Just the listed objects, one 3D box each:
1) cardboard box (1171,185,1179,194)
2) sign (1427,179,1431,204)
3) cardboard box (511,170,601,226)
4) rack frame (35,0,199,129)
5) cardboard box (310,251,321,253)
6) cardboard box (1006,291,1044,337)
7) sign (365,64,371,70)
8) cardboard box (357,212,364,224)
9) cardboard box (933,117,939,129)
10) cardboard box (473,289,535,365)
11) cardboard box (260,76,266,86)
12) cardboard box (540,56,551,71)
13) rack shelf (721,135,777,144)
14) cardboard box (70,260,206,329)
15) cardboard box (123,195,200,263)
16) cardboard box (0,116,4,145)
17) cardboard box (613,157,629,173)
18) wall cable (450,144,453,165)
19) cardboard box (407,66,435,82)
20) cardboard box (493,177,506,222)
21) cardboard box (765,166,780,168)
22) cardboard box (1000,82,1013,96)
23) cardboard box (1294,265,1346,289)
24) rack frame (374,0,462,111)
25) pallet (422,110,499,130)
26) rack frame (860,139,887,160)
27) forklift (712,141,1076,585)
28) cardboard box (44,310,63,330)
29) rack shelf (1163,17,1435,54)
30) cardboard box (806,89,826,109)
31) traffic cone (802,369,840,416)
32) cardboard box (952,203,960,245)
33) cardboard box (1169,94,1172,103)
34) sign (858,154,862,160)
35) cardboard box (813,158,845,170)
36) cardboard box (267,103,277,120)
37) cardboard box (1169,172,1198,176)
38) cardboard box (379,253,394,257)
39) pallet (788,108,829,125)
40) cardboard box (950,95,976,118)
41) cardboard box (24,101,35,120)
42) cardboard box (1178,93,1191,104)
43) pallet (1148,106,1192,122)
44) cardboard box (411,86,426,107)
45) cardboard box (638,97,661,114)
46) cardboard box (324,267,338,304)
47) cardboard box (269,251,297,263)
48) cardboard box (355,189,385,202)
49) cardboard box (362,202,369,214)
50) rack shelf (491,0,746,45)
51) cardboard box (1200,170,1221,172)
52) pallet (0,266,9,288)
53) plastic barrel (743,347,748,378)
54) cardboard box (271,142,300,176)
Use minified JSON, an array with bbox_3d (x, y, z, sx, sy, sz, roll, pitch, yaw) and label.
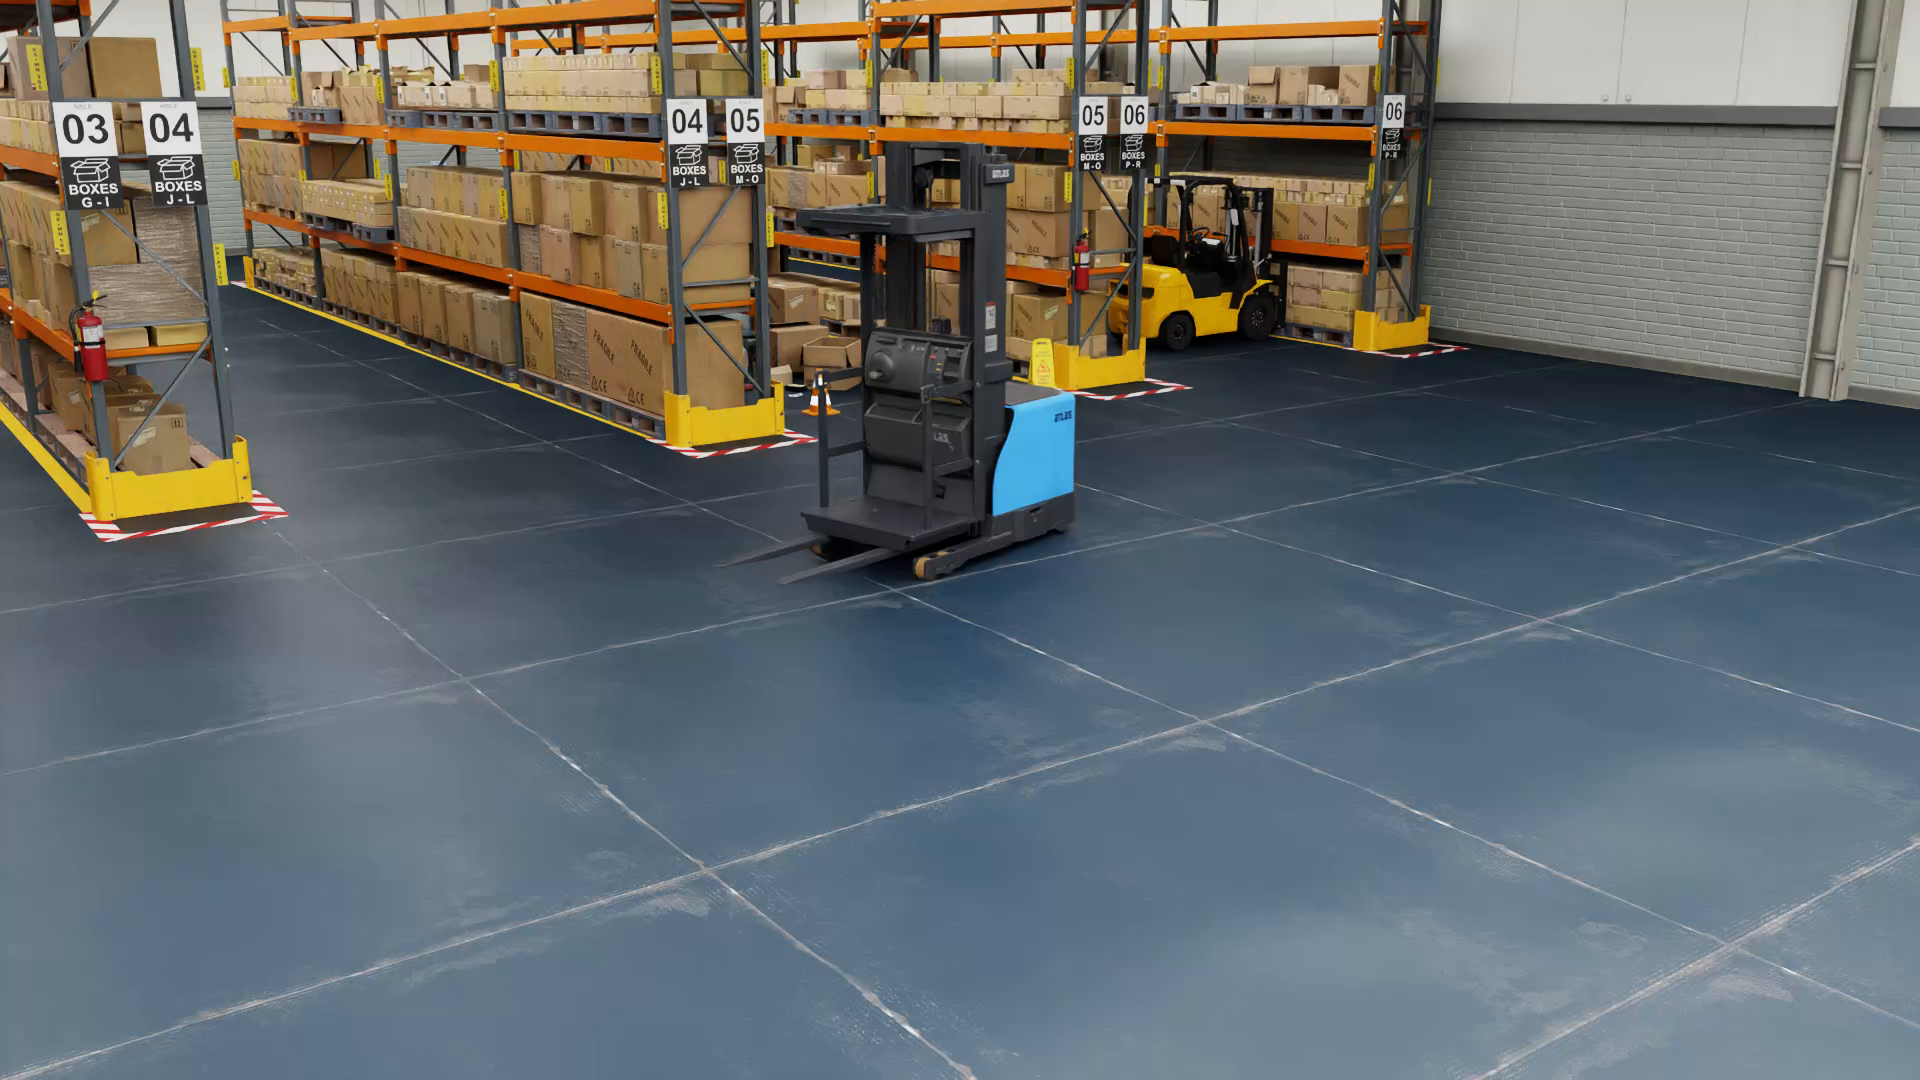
[{"bbox_3d":[3.285,-5.117,24.173,0.380,0.149,0.250,-11,19,-35],"label":"cardboard box"},{"bbox_3d":[6.115,-4.552,21.734,0.100,0.325,0.005,-11,19,-35],"label":"sign"},{"bbox_3d":[-4.458,-3.813,18.496,0.875,0.550,0.550,-11,19,-35],"label":"cardboard box"},{"bbox_3d":[-6.366,-4.595,12.319,1.000,3.000,0.127,-11,19,-35],"label":"rack frame"},{"bbox_3d":[-10.526,-4.695,27.526,0.380,0.149,0.250,-10,18,-33],"label":"cardboard box"},{"bbox_3d":[0.658,-2.719,19.822,0.500,0.500,0.500,-10,18,-33],"label":"cardboard box"},{"bbox_3d":[-8.904,-6.985,25.008,0.100,0.325,0.005,-11,19,-35],"label":"sign"},{"bbox_3d":[-7.957,-4.382,22.583,0.380,0.149,0.250,-10,18,-34],"label":"cardboard box"},{"bbox_3d":[-0.110,-5.096,20.307,0.380,0.149,0.250,-12,19,-36],"label":"cardboard box"},{"bbox_3d":[-5.084,-2.540,19.640,1.050,0.750,0.750,-11,19,-35],"label":"cardboard box"},{"bbox_3d":[-10.702,-7.168,25.982,0.380,0.149,0.250,-11,19,-35],"label":"cardboard box"},{"bbox_3d":[-4.107,-4.917,17.158,0.380,0.149,0.250,-11,19,-34],"label":"cardboard box"},{"bbox_3d":[-4.230,-6.475,26.232,1.077,0.370,4.000,-11,19,-35],"label":"rack shelf"},{"bbox_3d":[-6.667,-2.015,13.503,0.875,0.500,0.500,-11,19,-35],"label":"cardboard box"},{"bbox_3d":[-6.469,-2.535,13.510,0.500,0.500,0.500,-11,19,-35],"label":"cardboard box"},{"bbox_3d":[-8.346,-3.682,14.949,0.500,0.250,0.500,-11,19,-35],"label":"cardboard box"},{"bbox_3d":[-5.380,-6.194,27.442,0.500,0.500,0.500,-11,19,-34],"label":"cardboard box"},{"bbox_3d":[-11.092,-8.362,35.462,0.585,1.953,0.123,-11,19,-35],"label":"wall cable"},{"bbox_3d":[-7.317,-6.262,22.450,0.396,0.266,0.258,-11,19,-35],"label":"cardboard box"},{"bbox_3d":[-4.943,-3.940,19.204,0.700,0.500,0.500,-11,19,-35],"label":"cardboard box"},{"bbox_3d":[-2.977,-5.210,24.382,0.500,0.500,0.500,-12,19,-36],"label":"cardboard box"},{"bbox_3d":[0.681,-5.205,19.193,0.380,0.149,0.250,-11,19,-35],"label":"cardboard box"},{"bbox_3d":[4.835,-3.528,22.302,0.500,0.250,0.500,-10,18,-34],"label":"cardboard box"},{"bbox_3d":[-6.999,-7.052,21.294,1.000,3.000,0.127,-11,19,-35],"label":"rack frame"},{"bbox_3d":[-5.917,-5.146,20.372,1.003,0.211,1.213,-10,18,-32],"label":"pallet"},{"bbox_3d":[-1.393,-6.573,30.911,1.000,3.000,0.127,-11,19,-35],"label":"rack frame"},{"bbox_3d":[-0.437,-1.279,11.698,1.130,2.935,3.031,12,20,38],"label":"forklift"},{"bbox_3d":[-7.668,-1.913,14.360,0.380,0.149,0.250,-11,19,-35],"label":"cardboard box"},{"bbox_3d":[4.487,-6.792,22.465,1.077,0.370,4.000,-11,19,-35],"label":"rack shelf"},{"bbox_3d":[-1.755,-5.991,22.590,0.500,0.250,0.500,-11,19,-34],"label":"cardboard box"},{"bbox_3d":[-1.458,-1.560,17.399,0.336,0.463,0.334,-11,19,-35],"label":"traffic cone"},{"bbox_3d":[0.243,-3.831,20.137,0.500,0.500,0.500,-11,19,-34],"label":"cardboard box"},{"bbox_3d":[2.970,-6.653,25.012,0.380,0.149,0.250,-11,19,-35],"label":"cardboard box"},{"bbox_3d":[-1.827,-6.905,30.483,0.100,0.325,0.005,-11,19,-35],"label":"sign"},{"bbox_3d":[-1.864,-5.350,23.662,0.380,0.149,0.250,-12,19,-37],"label":"cardboard box"},{"bbox_3d":[-10.441,-6.666,25.853,0.500,0.250,0.500,-11,19,-35],"label":"cardboard box"},{"bbox_3d":[3.258,-5.256,24.114,0.380,0.149,0.250,-10,18,-33],"label":"cardboard box"},{"bbox_3d":[-8.094,-4.029,24.132,0.500,0.250,0.500,-12,19,-37],"label":"cardboard box"},{"bbox_3d":[-1.591,-5.819,22.830,1.213,0.211,1.003,-11,19,-35],"label":"pallet"},{"bbox_3d":[0.228,-5.150,19.750,0.500,0.250,0.500,-11,19,-34],"label":"cardboard box"},{"bbox_3d":[-7.256,-3.444,13.325,0.380,0.149,0.250,-11,19,-34],"label":"cardboard box"},{"bbox_3d":[3.329,-6.299,23.716,0.380,0.149,0.250,-10,18,-33],"label":"cardboard box"},{"bbox_3d":[2.782,-6.406,24.980,0.805,0.209,1.217,-12,19,-37],"label":"pallet"},{"bbox_3d":[-6.456,-5.488,20.561,0.500,0.250,0.500,-10,18,-33],"label":"cardboard box"},{"bbox_3d":[-2.764,-4.045,15.481,0.380,0.149,0.250,-11,19,-35],"label":"cardboard box"},{"bbox_3d":[-9.131,-3.810,24.755,0.500,0.500,0.500,-10,18,-32],"label":"cardboard box"},{"bbox_3d":[-11.152,-4.662,27.406,0.380,0.149,0.250,-12,19,-37],"label":"cardboard box"},{"bbox_3d":[-7.957,-4.670,22.509,0.380,0.149,0.250,-10,18,-33],"label":"cardboard box"},{"bbox_3d":[-7.816,-4.475,22.359,0.380,0.149,0.250,-10,18,-32],"label":"cardboard box"},{"bbox_3d":[-3.471,-5.231,16.761,1.077,0.370,4.000,-11,19,-35],"label":"rack shelf"},{"bbox_3d":[3.743,-5.348,24.454,0.380,0.149,0.250,-11,19,-34],"label":"cardboard box"},{"bbox_3d":[-9.873,-2.901,17.856,1.003,0.211,1.213,-11,19,-35],"label":"pallet"},{"bbox_3d":[-2.739,-2.057,19.291,0.512,0.421,0.421,1,15,4],"label":"plastic barrel"},{"bbox_3d":[-10.443,-5.966,26.044,0.500,0.500,0.500,-10,18,-33],"label":"cardboard box"}]
